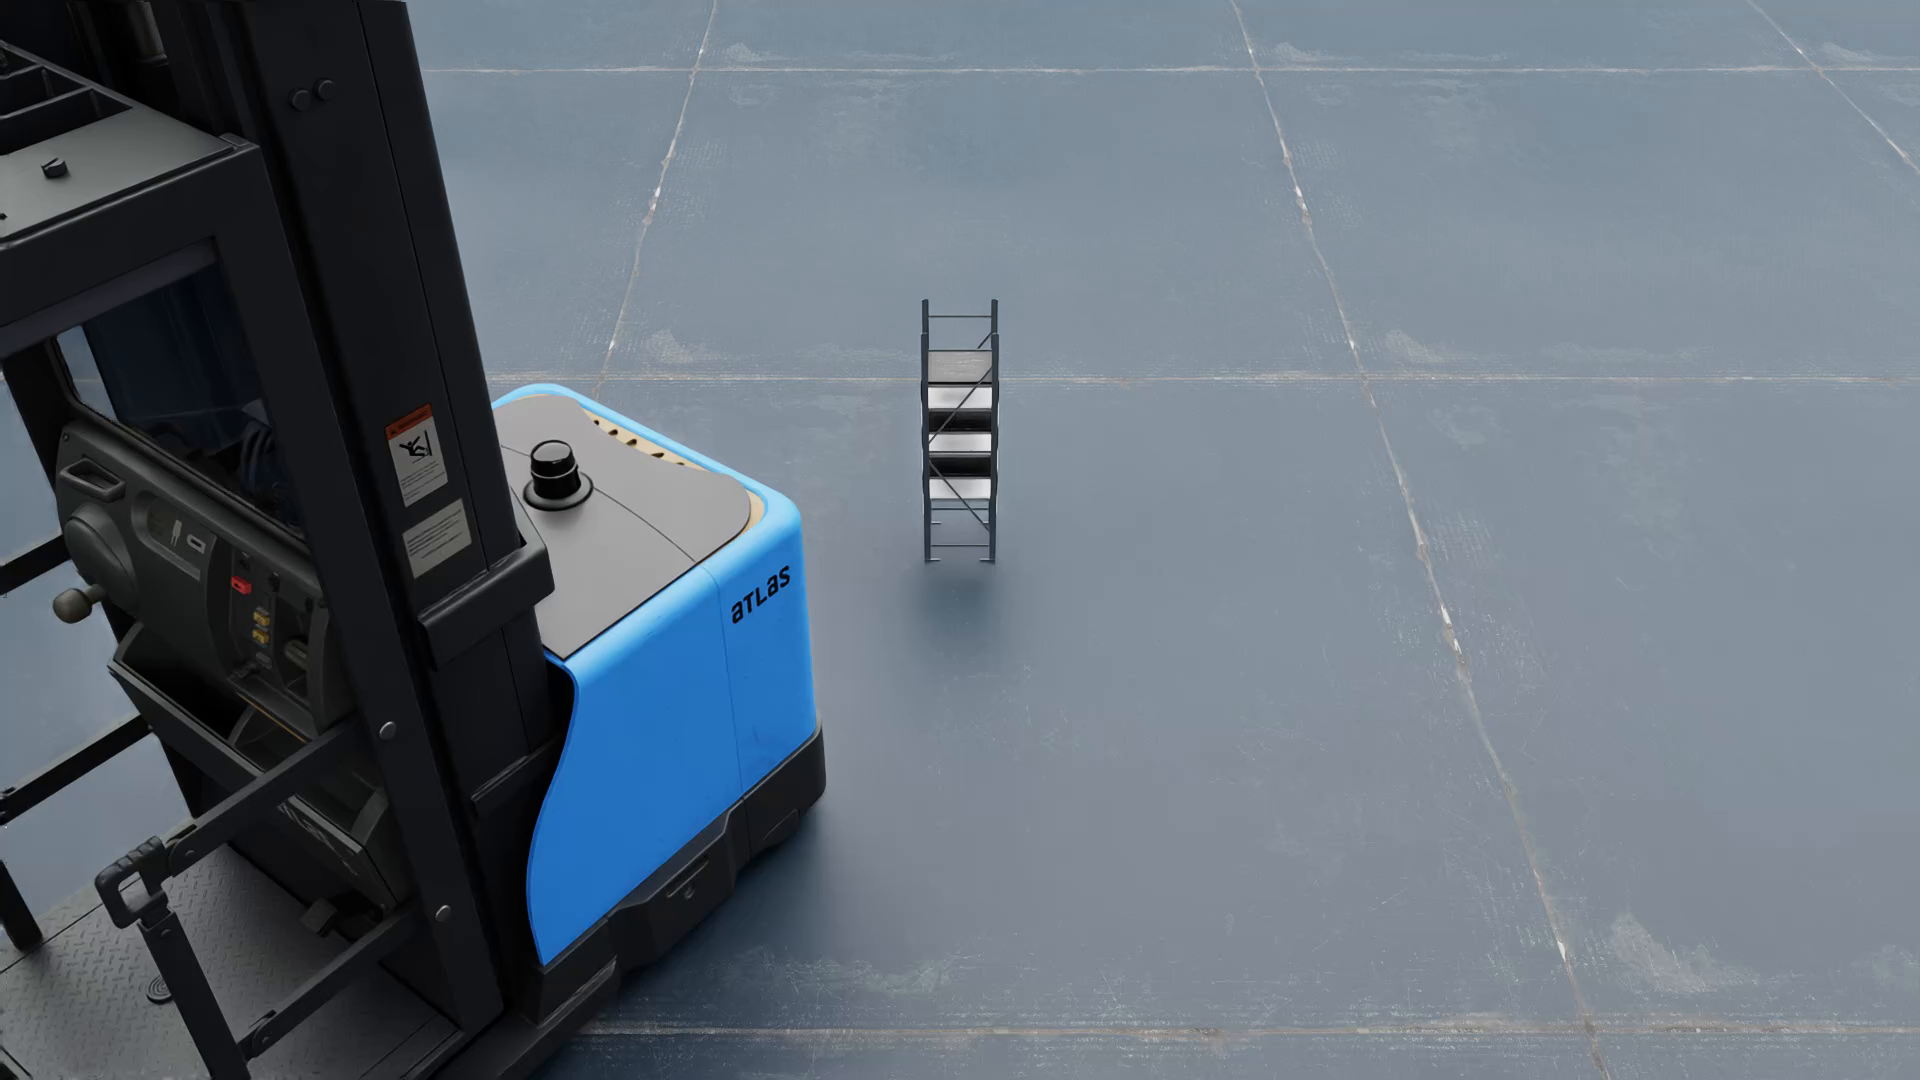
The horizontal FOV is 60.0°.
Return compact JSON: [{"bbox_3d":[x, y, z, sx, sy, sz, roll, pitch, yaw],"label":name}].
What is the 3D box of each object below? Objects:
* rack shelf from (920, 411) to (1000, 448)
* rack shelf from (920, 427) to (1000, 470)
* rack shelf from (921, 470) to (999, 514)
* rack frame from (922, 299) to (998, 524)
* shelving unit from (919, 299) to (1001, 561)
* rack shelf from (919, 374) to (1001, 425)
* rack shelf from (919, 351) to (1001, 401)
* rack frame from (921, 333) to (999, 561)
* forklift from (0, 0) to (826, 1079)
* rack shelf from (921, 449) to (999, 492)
[{"bbox_3d":[0.000,-0.390,5.427,0.258,0.077,0.200,0,39,0],"label":"rack shelf"},{"bbox_3d":[0.000,-0.320,5.483,0.258,0.077,0.200,0,39,0],"label":"rack shelf"},{"bbox_3d":[0.000,-0.180,5.596,0.258,0.077,0.200,0,39,0],"label":"rack shelf"},{"bbox_3d":[0.000,-0.410,5.542,0.240,0.900,0.006,0,39,0],"label":"rack frame"},{"bbox_3d":[0.000,-0.346,5.462,0.258,0.900,0.210,0,39,0],"label":"shelving unit"},{"bbox_3d":[0.000,-0.461,5.371,0.258,0.077,0.200,0,39,0],"label":"rack shelf"},{"bbox_3d":[0.000,-0.531,5.314,0.258,0.077,0.200,0,39,0],"label":"rack shelf"},{"bbox_3d":[0.000,-0.282,5.383,0.240,0.900,0.006,0,39,0],"label":"rack frame"},{"bbox_3d":[-1.677,0.151,3.218,1.130,2.935,3.031,26,45,28],"label":"forklift"},{"bbox_3d":[0.000,-0.250,5.539,0.258,0.077,0.200,0,39,0],"label":"rack shelf"}]
